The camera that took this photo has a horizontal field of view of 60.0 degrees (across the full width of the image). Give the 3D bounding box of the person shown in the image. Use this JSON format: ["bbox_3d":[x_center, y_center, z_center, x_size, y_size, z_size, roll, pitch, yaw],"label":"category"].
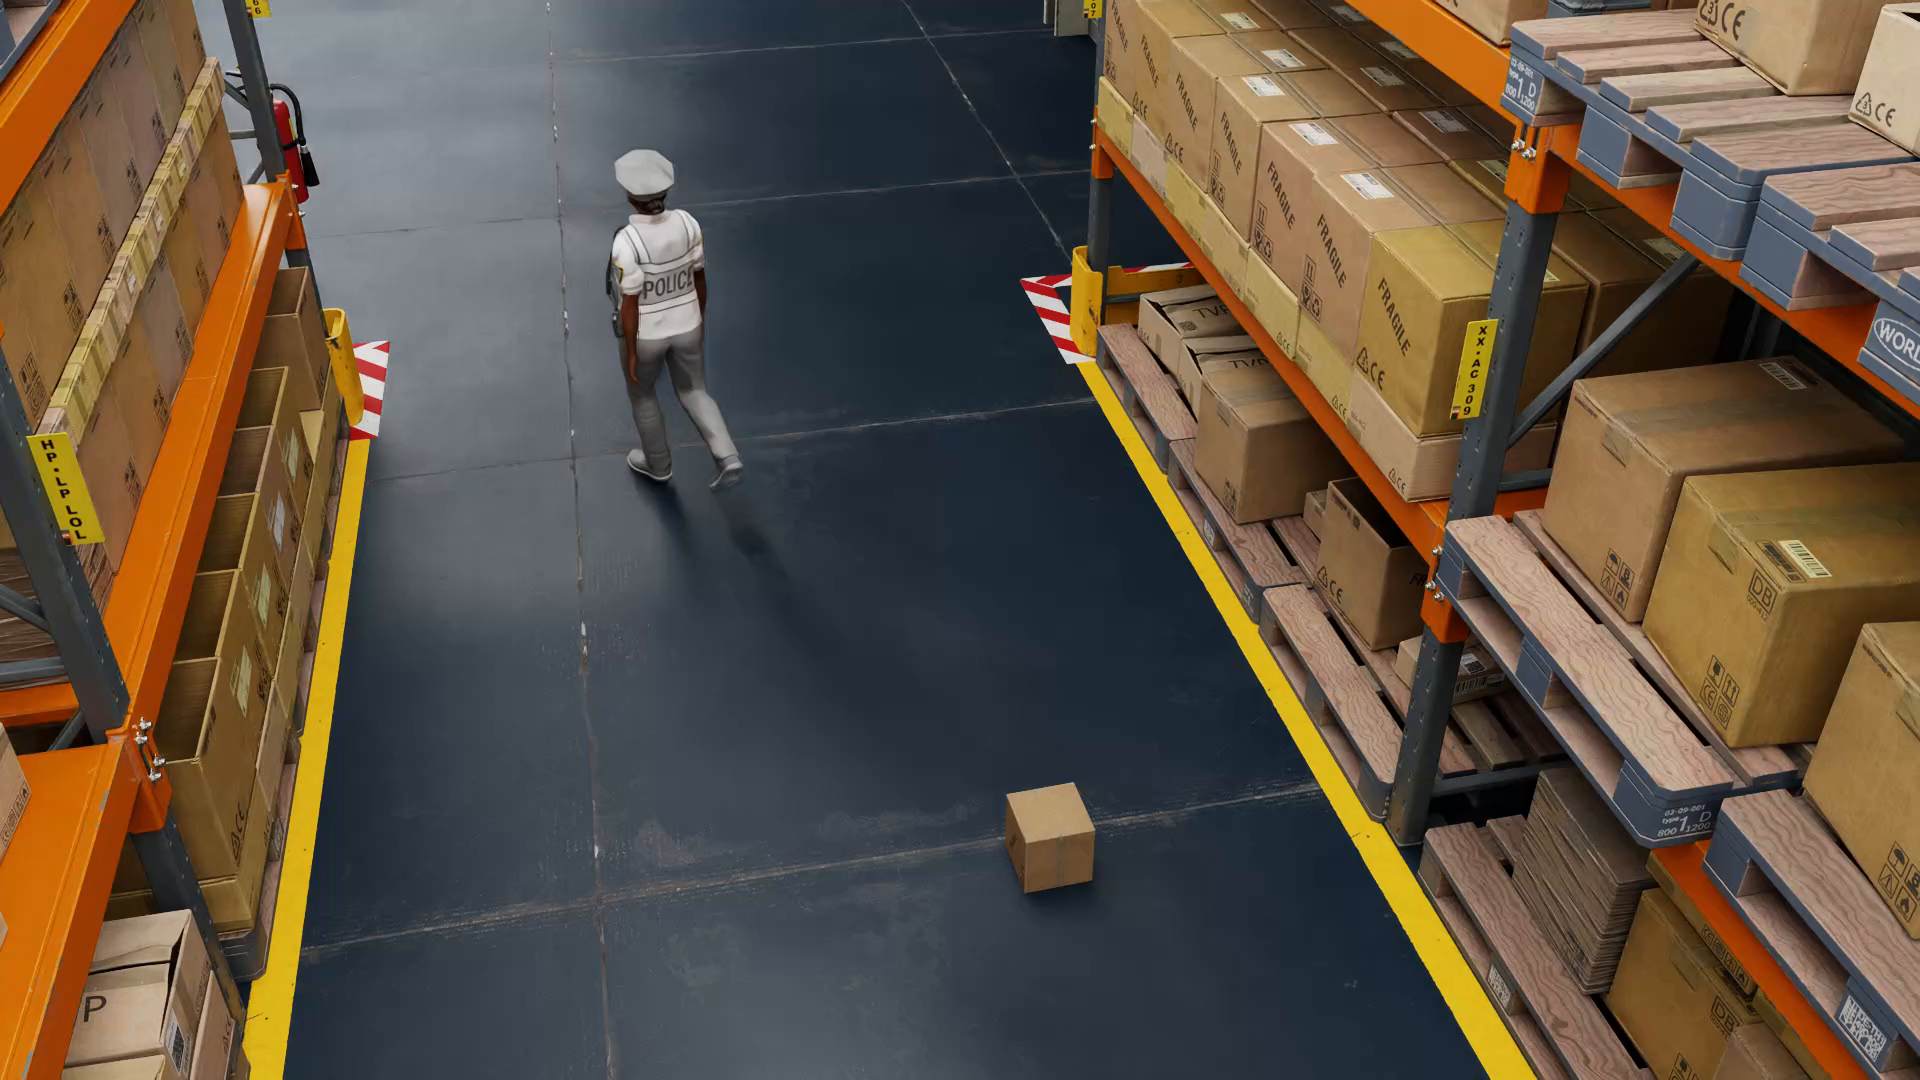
[{"bbox_3d":[-1.311,-0.937,7.456,0.458,1.662,0.767,-24,41,-31],"label":"person"}]
